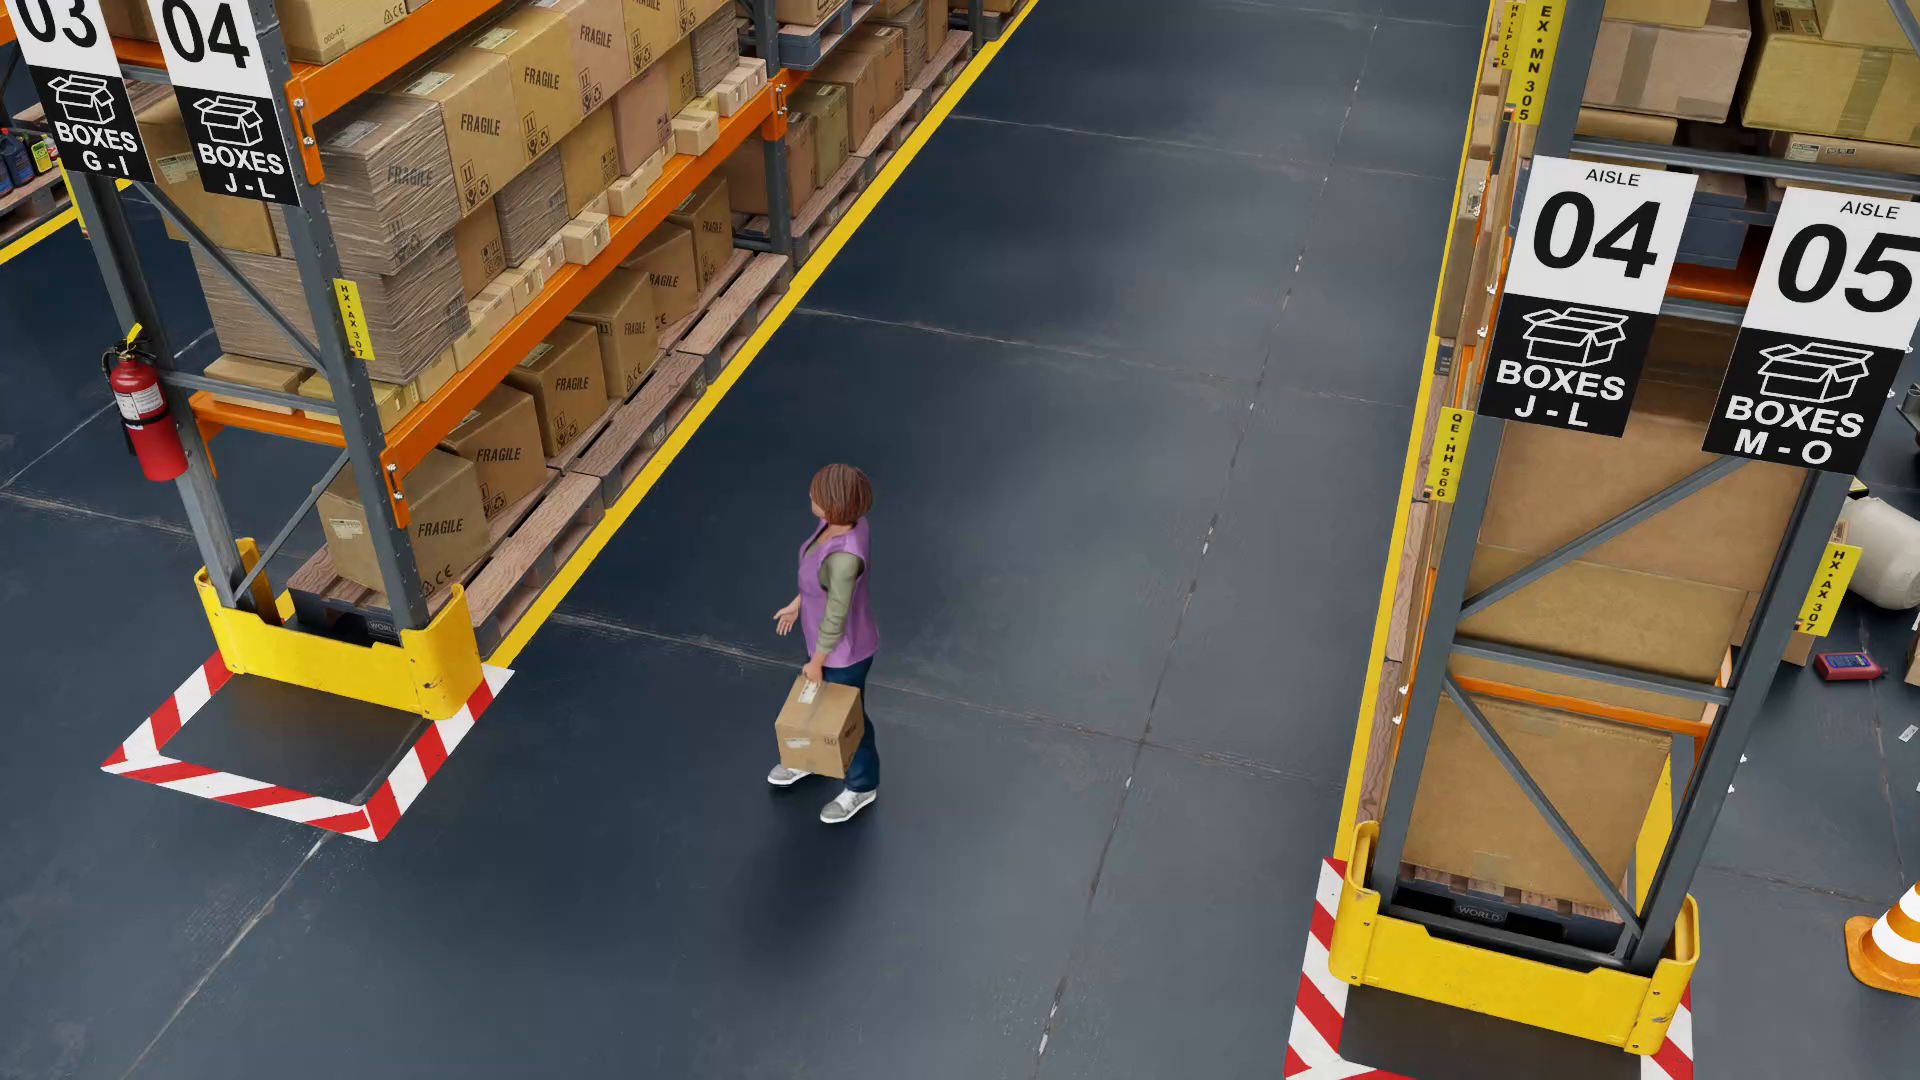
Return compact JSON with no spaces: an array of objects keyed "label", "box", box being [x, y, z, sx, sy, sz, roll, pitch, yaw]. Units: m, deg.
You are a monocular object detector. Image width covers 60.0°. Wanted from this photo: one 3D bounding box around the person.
[{"label":"person","box":[-0.543,0.493,6.416,0.472,1.377,0.377,-7,38,-8]}]
